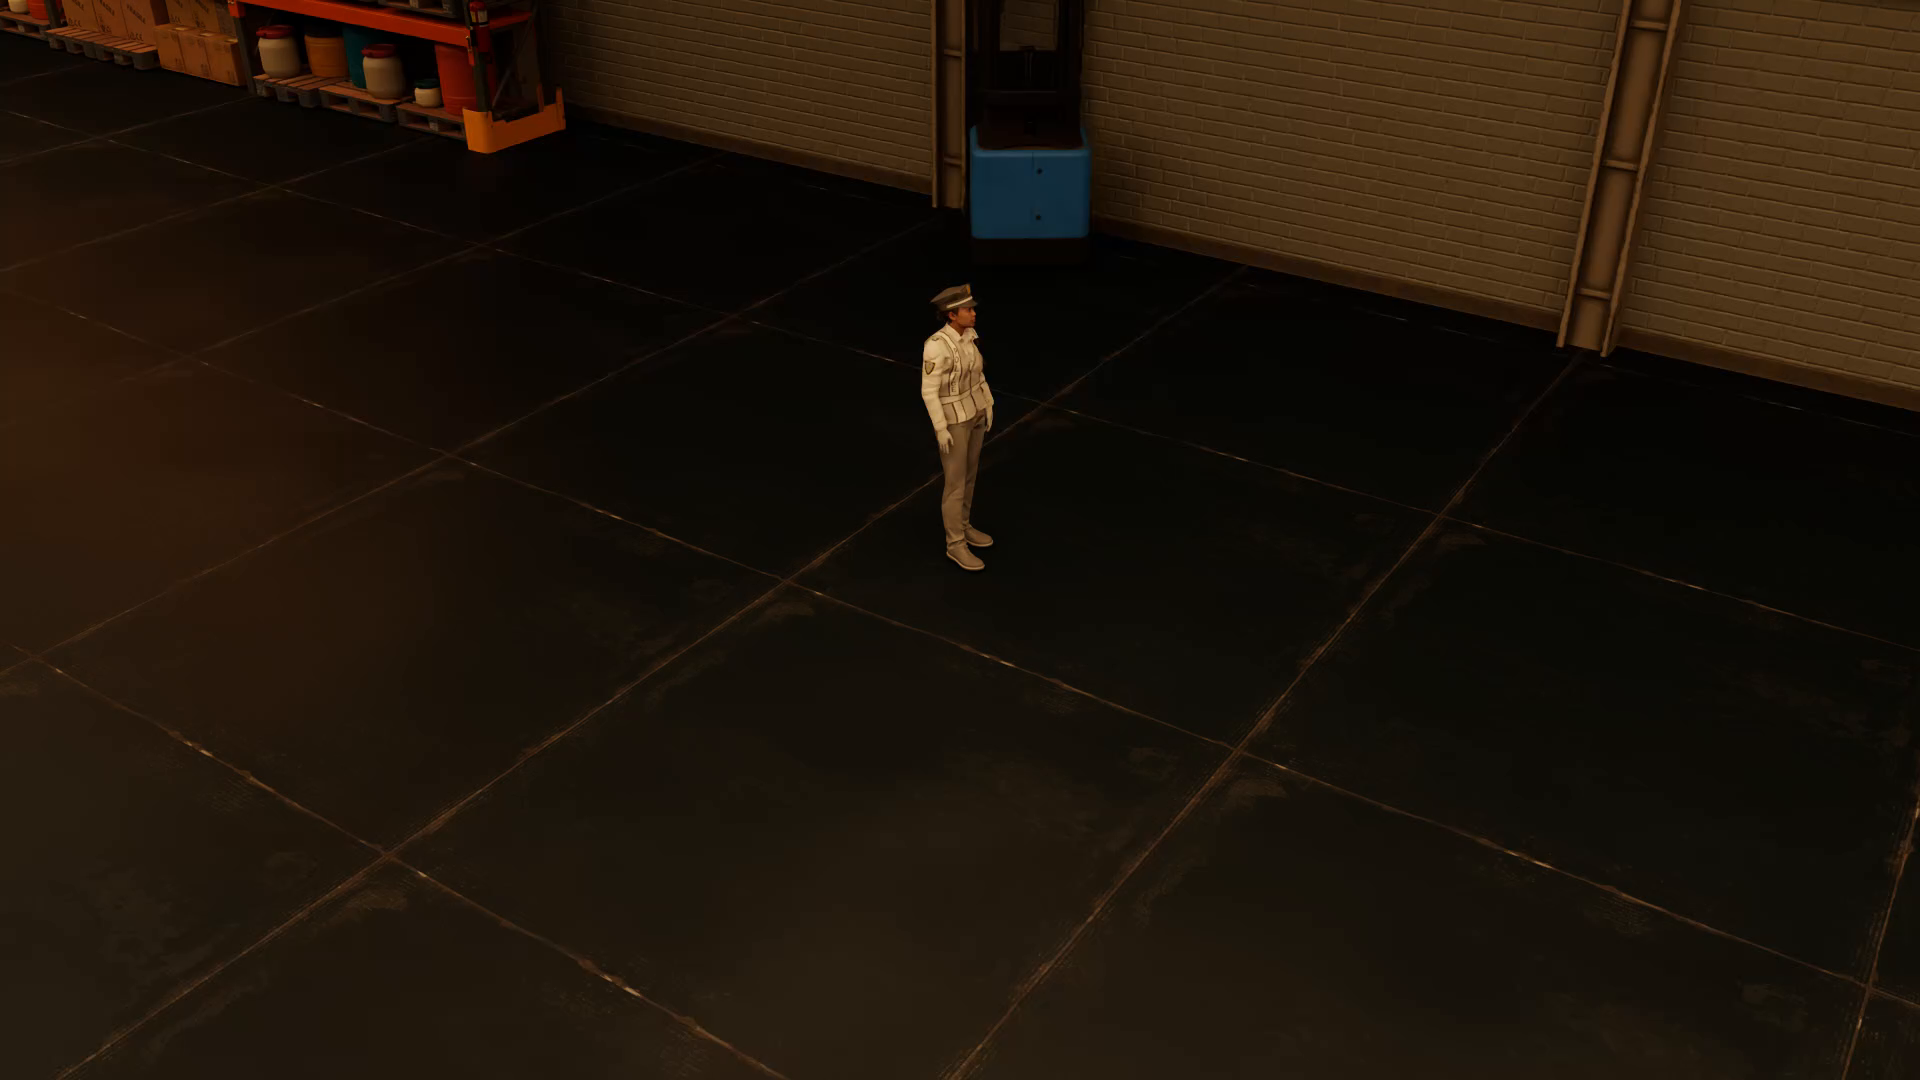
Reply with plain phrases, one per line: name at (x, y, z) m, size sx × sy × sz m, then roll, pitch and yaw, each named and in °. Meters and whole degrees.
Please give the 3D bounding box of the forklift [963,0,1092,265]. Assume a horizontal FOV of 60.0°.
forklift at (0.586, -4.359, 15.087) m, size 1.130 × 2.935 × 3.031 m, roll -1°, pitch 30°, yaw -1°

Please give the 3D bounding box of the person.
person at (0.053, -0.717, 10.033) m, size 0.530 × 1.694 × 0.586 m, roll 19°, pitch 35°, yaw 29°
